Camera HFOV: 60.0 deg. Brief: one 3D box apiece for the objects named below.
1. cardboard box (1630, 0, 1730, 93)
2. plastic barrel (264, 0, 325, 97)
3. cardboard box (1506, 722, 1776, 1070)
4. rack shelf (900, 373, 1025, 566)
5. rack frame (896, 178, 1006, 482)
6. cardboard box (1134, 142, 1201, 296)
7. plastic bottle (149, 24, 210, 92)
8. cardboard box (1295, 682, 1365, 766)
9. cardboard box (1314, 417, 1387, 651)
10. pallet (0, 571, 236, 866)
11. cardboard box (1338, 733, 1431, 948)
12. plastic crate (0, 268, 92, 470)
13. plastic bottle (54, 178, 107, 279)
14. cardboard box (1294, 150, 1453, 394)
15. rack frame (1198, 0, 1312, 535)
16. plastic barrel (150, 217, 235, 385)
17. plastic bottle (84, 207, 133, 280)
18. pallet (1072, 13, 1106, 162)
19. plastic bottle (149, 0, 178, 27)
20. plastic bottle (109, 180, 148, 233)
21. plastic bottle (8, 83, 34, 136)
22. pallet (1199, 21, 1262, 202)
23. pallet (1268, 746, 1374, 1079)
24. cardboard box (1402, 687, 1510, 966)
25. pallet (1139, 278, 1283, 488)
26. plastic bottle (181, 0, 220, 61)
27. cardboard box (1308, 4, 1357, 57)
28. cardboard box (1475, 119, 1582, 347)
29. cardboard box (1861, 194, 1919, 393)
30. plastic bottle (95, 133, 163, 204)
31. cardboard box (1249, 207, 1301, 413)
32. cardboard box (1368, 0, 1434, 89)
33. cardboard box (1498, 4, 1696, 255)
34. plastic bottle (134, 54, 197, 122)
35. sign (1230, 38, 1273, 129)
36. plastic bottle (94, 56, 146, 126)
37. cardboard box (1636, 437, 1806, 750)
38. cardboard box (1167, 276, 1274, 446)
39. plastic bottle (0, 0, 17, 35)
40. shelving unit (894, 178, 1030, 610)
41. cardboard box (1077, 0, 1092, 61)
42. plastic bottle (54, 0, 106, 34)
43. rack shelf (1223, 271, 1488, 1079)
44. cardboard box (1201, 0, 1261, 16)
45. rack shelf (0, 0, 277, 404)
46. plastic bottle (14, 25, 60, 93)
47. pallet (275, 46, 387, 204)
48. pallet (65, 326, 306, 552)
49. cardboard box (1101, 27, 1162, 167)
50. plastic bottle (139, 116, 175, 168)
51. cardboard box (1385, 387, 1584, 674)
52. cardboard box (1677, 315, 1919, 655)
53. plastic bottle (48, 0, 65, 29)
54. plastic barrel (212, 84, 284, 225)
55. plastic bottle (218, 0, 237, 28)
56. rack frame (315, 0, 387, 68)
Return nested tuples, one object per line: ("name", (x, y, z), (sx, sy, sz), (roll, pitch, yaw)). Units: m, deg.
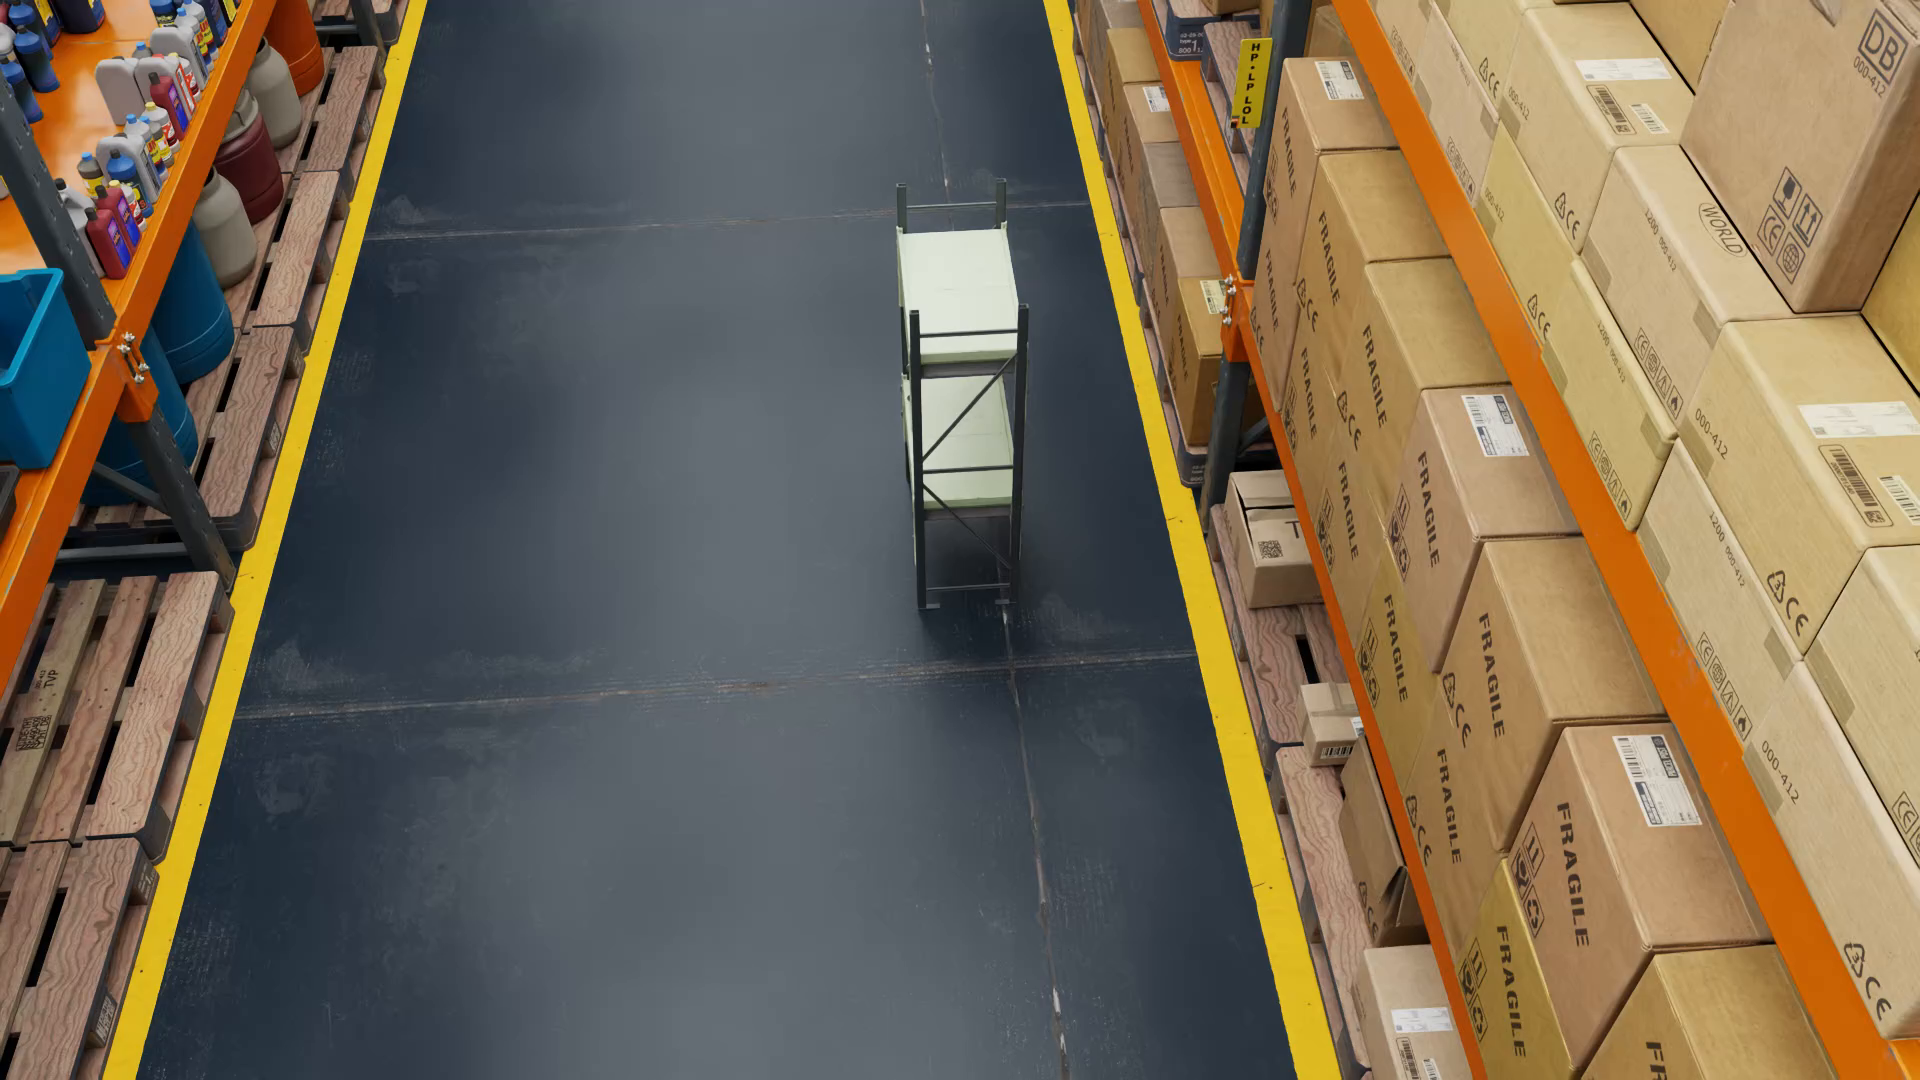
("cardboard box", (1.724, -1.103, 3.042), (0.700, 0.500, 0.500), (-3, 47, -3))
("plastic barrel", (-3.710, -2.768, 8.648), (0.600, 0.830, 0.708), (-3, 47, -3))
("cardboard box", (1.484, 0.718, 3.383), (0.500, 0.500, 0.500), (-2, 47, -2))
("rack shelf", (-0.001, -0.296, 6.583), (0.431, 0.370, 0.720), (-3, 47, -3))
("rack frame", (-0.031, -0.785, 6.597), (0.400, 1.500, 0.023), (-3, 47, -3))
("cardboard box", (1.102, -1.480, 7.640), (0.500, 0.500, 0.500), (-3, 47, -3))
("plastic bottle", (-3.189, -1.982, 6.783), (0.152, 0.276, 0.135), (-3, 47, -3))
("cardboard box", (1.405, 0.638, 5.865), (0.380, 0.166, 0.250), (-3, 47, -3))
("cardboard box", (1.360, -0.044, 4.793), (0.500, 0.500, 0.500), (-4, 47, -4))
("pallet", (-3.333, 0.660, 6.116), (1.003, 0.211, 1.213), (-3, 47, -3))
("cardboard box", (1.665, 0.939, 5.348), (0.797, 0.503, 0.637), (-3, 47, -3))
("plastic crate", (-3.054, -0.527, 5.289), (0.392, 0.384, 0.575), (-3, 47, -3))
("plastic bottle", (-3.143, -1.115, 5.911), (0.144, 0.351, 0.185), (-3, 47, -3))
("cardboard box", (1.306, -0.774, 4.796), (0.500, 0.500, 0.500), (-5, 47, -5))
("rack frame", (1.503, -1.127, 5.888), (1.000, 3.000, 0.127), (-3, 47, -3))
("plastic barrel", (-3.521, -1.159, 7.074), (0.600, 0.901, 0.708), (-3, 47, -3))
("plastic bottle", (-3.039, -1.080, 5.924), (0.061, 0.283, 0.133), (-3, 47, -3))
("pallet", (1.193, -2.520, 9.128), (1.003, 0.211, 1.213), (-3, 47, -3))
("plastic bottle", (-3.332, -2.198, 6.991), (0.097, 0.271, 0.097), (0, 47, 0))
("plastic bottle", (-3.078, -1.231, 6.123), (0.097, 0.201, 0.097), (0, 47, 0))
("plastic bottle", (-3.738, -1.700, 6.519), (0.097, 0.271, 0.097), (0, 47, 0))
("pallet", (1.545, -1.646, 6.512), (1.003, 0.211, 1.213), (-3, 47, -3))
("pallet", (1.665, 1.213, 5.592), (1.003, 0.211, 1.213), (-3, 47, -3))
("cardboard box", (1.446, 0.689, 4.100), (0.500, 0.500, 0.500), (-3, 47, -3))
("pallet", (1.397, -0.754, 7.456), (1.003, 0.211, 1.213), (-3, 47, -3))
("plastic bottle", (-3.180, -2.136, 6.932), (0.097, 0.271, 0.097), (0, 47, 0))
("cardboard box", (1.686, -1.662, 6.037), (0.700, 0.500, 0.500), (-18, 49, -16))
("cardboard box", (1.421, -0.655, 3.478), (0.500, 0.250, 0.500), (-3, 47, -3))
("cardboard box", (1.821, -0.380, 2.357), (0.700, 0.500, 0.500), (-3, 47, -3))
("plastic bottle", (-3.123, -1.409, 6.240), (0.152, 0.276, 0.135), (-3, 47, -3))
("cardboard box", (1.274, -0.776, 5.487), (0.500, 0.500, 0.500), (-2, 47, -2))
("cardboard box", (1.335, -1.378, 4.163), (0.500, 0.250, 0.500), (-3, 47, -3))
("cardboard box", (1.412, -0.826, 3.296), (0.500, 0.250, 0.500), (-3, 47, -3))
("plastic bottle", (-3.170, -1.814, 6.624), (0.152, 0.276, 0.135), (-3, 47, -3))
("sign", (0.950, -1.489, 5.433), (0.100, 0.325, 0.005), (-3, 47, -3))
("plastic bottle", (-3.321, -1.805, 6.615), (0.152, 0.276, 0.135), (-3, 47, -3))
("cardboard box", (1.501, 0.069, 2.793), (0.500, 0.250, 0.500), (-3, 47, -3))
("cardboard box", (1.176, -0.759, 6.958), (0.500, 0.500, 0.500), (-4, 47, -4))
("plastic bottle", (-3.957, -2.113, 6.902), (0.061, 0.283, 0.133), (-3, 47, -3))
("shelving unit", (-0.001, -0.521, 6.347), (0.431, 1.500, 0.755), (-3, 47, -3))
("cardboard box", (0.922, -2.966, 9.048), (0.500, 0.500, 0.500), (-2, 47, -2))
("plastic bottle", (-3.788, -2.361, 7.090), (0.144, 0.351, 0.185), (-3, 47, -3))
("rack shelf", (1.670, 0.567, 4.779), (1.077, 0.370, 4.000), (-3, 47, -3))
("cardboard box", (1.294, -2.580, 6.906), (0.700, 0.500, 0.500), (-14, 48, -13))
("rack shelf", (-3.601, -2.028, 7.237), (1.077, 0.370, 4.000), (-3, 47, -3))
("plastic bottle", (-3.769, -1.965, 6.771), (0.097, 0.271, 0.097), (0, 47, 0))
("pallet", (-3.661, -2.196, 8.821), (1.003, 0.211, 1.213), (-3, 47, -3))
("pallet", (-3.456, -0.431, 7.149), (1.003, 0.211, 1.213), (-3, 47, -3))
("cardboard box", (1.008, -2.225, 8.346), (0.500, 0.500, 0.500), (-4, 47, -4))
("plastic bottle", (-3.114, -1.539, 6.415), (0.097, 0.201, 0.097), (0, 47, 0))
("cardboard box", (1.392, -0.029, 4.090), (0.500, 0.500, 0.500), (-2, 47, -2))
("cardboard box", (1.499, -0.103, 2.611), (0.500, 0.250, 0.500), (-3, 47, -3))
("plastic bottle", (-3.938, -2.344, 7.126), (0.152, 0.276, 0.135), (-3, 47, -3))
("plastic barrel", (-3.616, -1.868, 7.961), (0.600, 0.588, 0.708), (-3, 47, -3))
("plastic bottle", (-3.187, -2.359, 7.135), (0.061, 0.283, 0.133), (-3, 47, -3))
("rack frame", (-3.768, -3.723, 8.346), (1.000, 3.000, 0.127), (-3, 47, -3))
